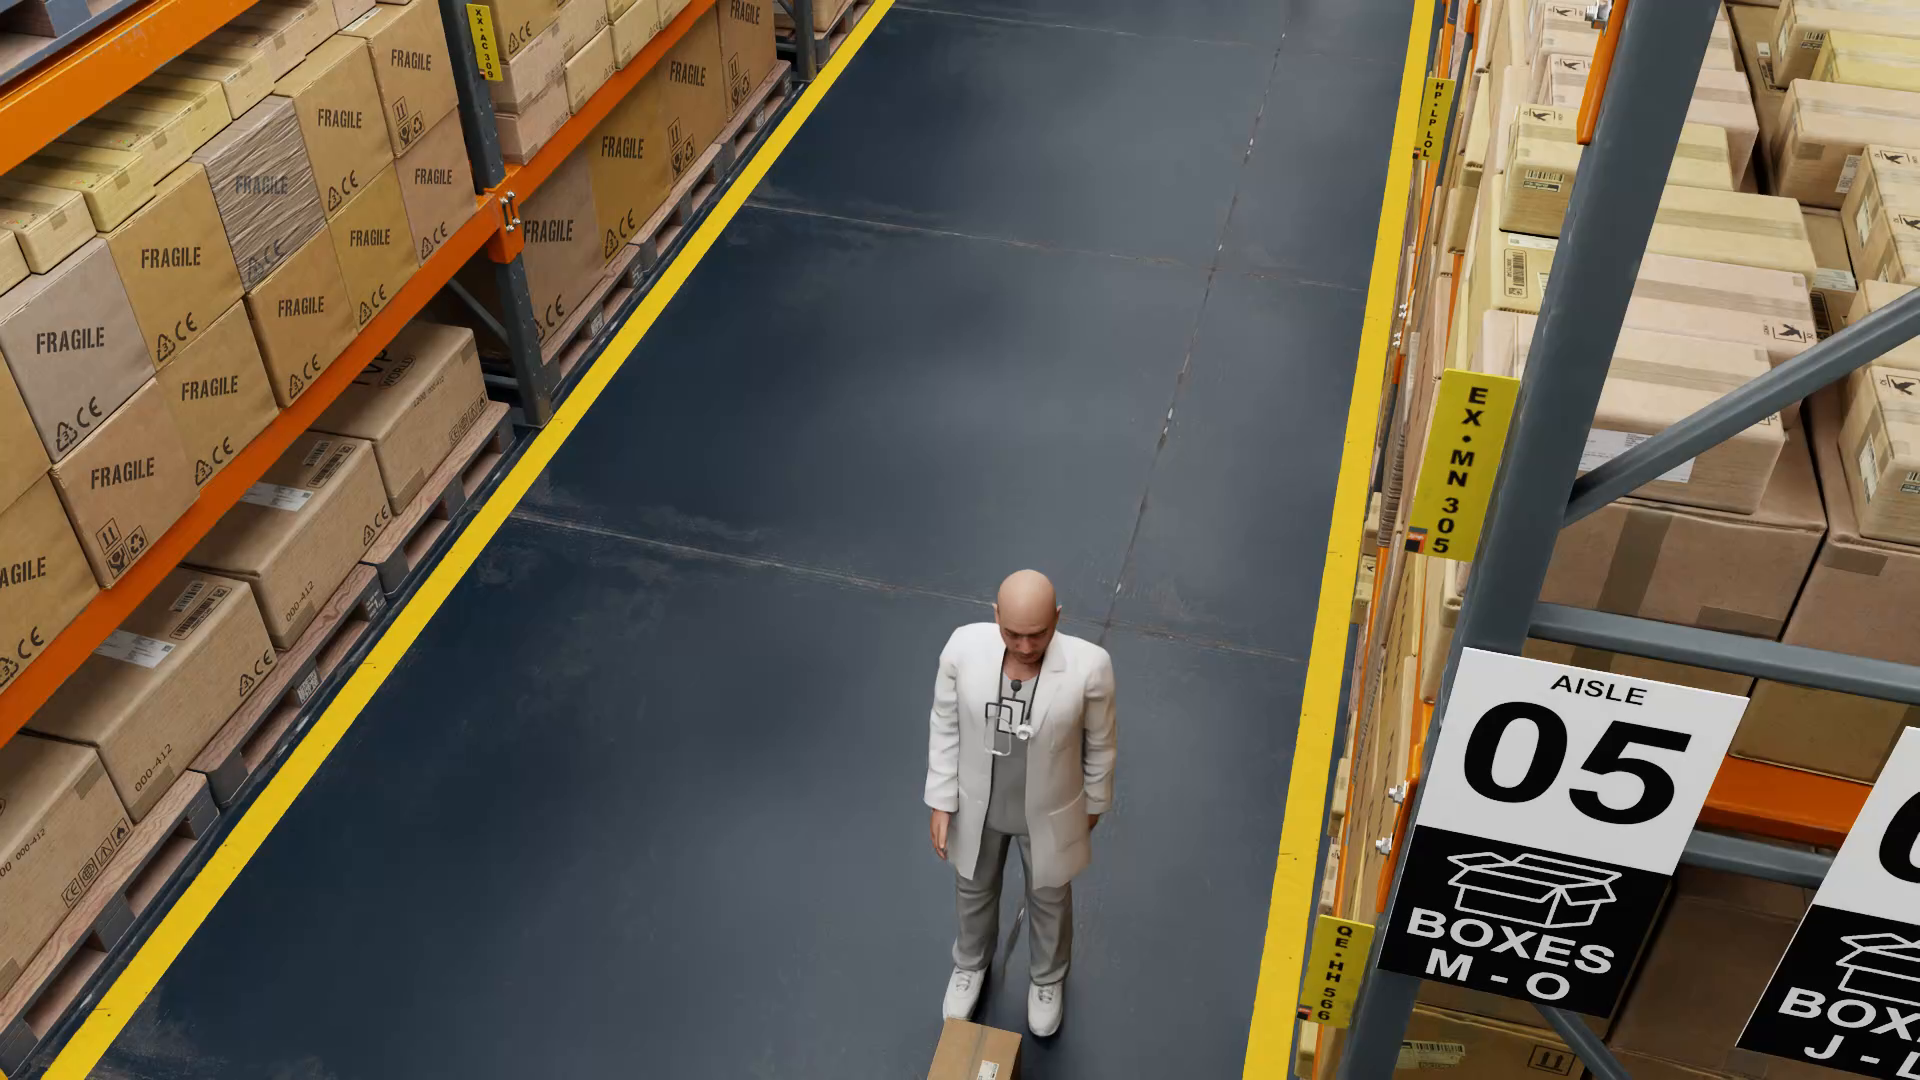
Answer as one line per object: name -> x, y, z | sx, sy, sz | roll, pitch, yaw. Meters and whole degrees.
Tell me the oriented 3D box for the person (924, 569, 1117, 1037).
person -> 0.168, 0.853, 5.152 | 0.573, 1.789, 0.459 | 9, 41, 11
